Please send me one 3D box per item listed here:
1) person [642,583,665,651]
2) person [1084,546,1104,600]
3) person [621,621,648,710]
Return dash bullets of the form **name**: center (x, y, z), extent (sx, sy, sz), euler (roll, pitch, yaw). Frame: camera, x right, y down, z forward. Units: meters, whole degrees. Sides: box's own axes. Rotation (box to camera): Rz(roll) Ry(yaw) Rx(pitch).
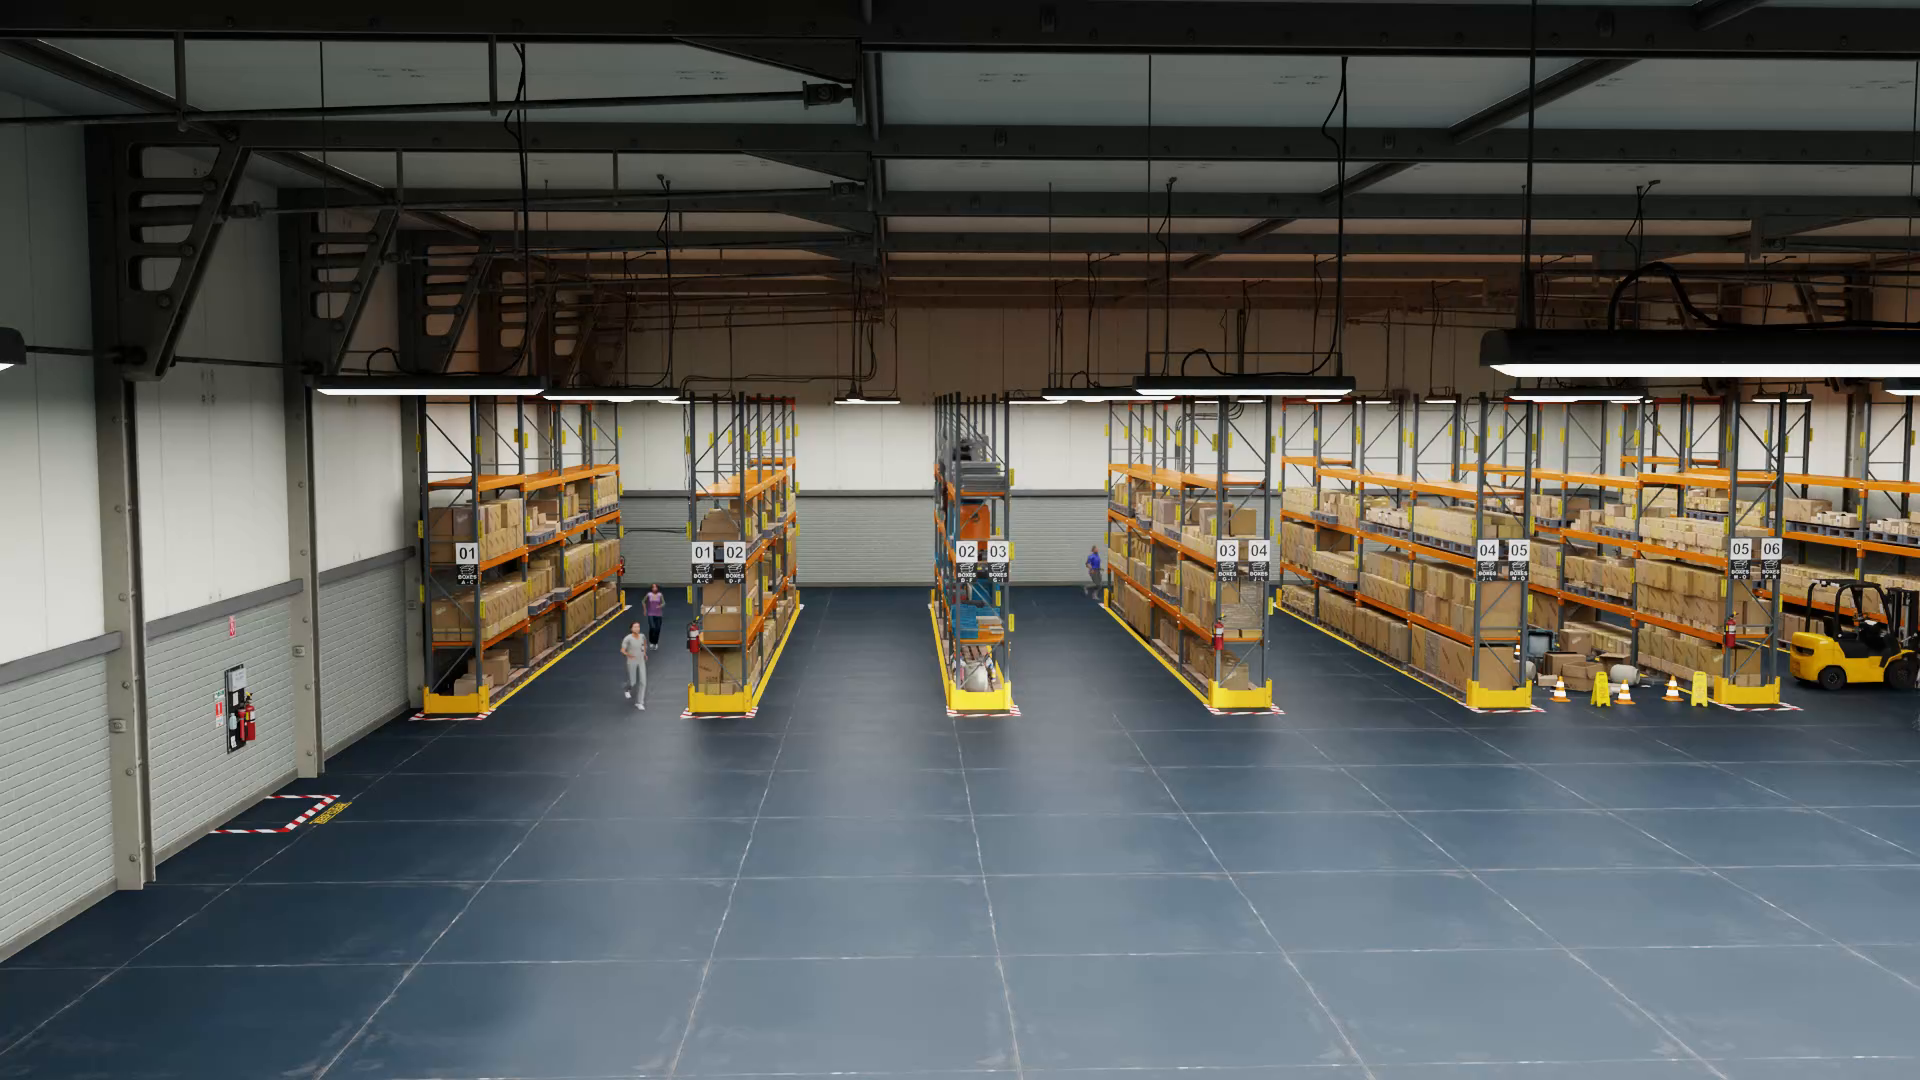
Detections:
- **person**: center (-7.169, 1.798, 39.010), extent (0.506, 1.592, 0.662), euler (-2, 5, -18)
- **person**: center (3.994, 0.972, 49.469), extent (0.567, 1.614, 0.588), euler (3, 6, 37)
- **person**: center (-6.212, 2.375, 31.766), extent (0.574, 1.682, 0.852), euler (-3, 5, -33)
